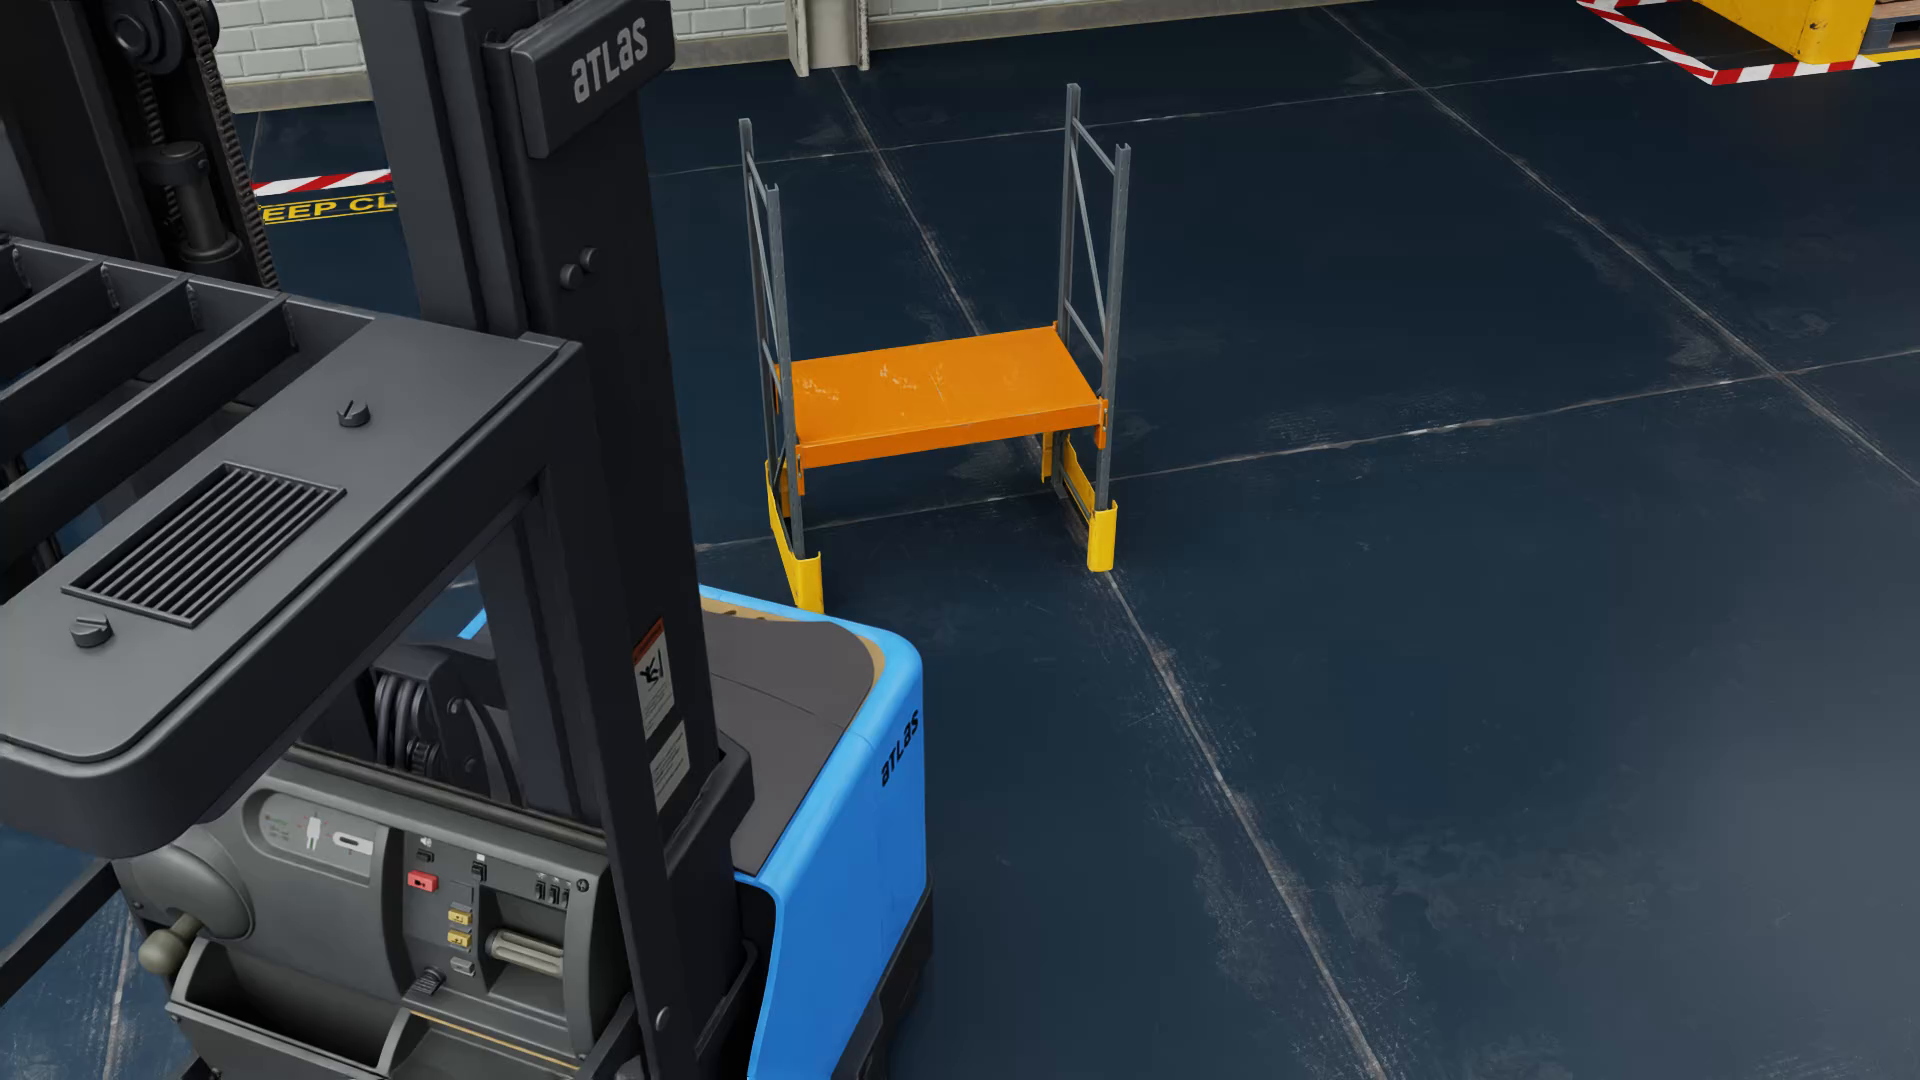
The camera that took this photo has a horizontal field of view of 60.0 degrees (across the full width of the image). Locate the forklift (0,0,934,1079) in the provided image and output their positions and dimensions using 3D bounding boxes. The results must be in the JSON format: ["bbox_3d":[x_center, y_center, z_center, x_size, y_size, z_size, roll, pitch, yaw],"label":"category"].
[{"bbox_3d":[-1.058,0.642,2.498,1.130,2.935,3.031,13,39,16],"label":"forklift"}]

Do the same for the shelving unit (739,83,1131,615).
[{"bbox_3d":[-0.074,-0.584,5.279,1.083,1.500,0.587,-9,38,-12],"label":"shelving unit"}]

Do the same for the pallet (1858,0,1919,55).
[{"bbox_3d":[5.484,-3.177,9.729,1.213,0.211,1.003,-9,38,-12],"label":"pallet"}]

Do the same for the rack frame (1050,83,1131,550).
[{"bbox_3d":[0.408,-0.663,5.382,0.032,1.500,0.500,-9,38,-12],"label":"rack frame"}]

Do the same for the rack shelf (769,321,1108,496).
[{"bbox_3d":[-0.082,-0.439,5.386,1.000,0.185,0.538,-9,38,-12],"label":"rack shelf"}]

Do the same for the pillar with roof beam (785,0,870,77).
[{"bbox_3d":[0.398,-3.690,3.167,0.400,9.000,9.100,-9,38,-12],"label":"pillar with roof beam"}]

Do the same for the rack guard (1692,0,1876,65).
[{"bbox_3d":[4.691,-3.184,9.500,0.348,0.500,1.175,-9,38,-12],"label":"rack guard"}]

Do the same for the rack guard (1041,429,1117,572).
[{"bbox_3d":[0.407,-0.166,5.761,0.087,0.250,0.587,-9,38,-12],"label":"rack guard"}]

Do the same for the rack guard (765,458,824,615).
[{"bbox_3d":[-0.554,-0.008,5.555,0.087,0.250,0.587,-9,38,-12],"label":"rack guard"}]

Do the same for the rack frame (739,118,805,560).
[{"bbox_3d":[-0.573,-0.502,5.171,0.032,1.500,0.500,-9,38,-12],"label":"rack frame"}]

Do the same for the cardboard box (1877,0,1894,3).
[{"bbox_3d":[5.309,-3.328,9.482,0.500,0.311,0.500,-14,39,-17],"label":"cardboard box"}]
